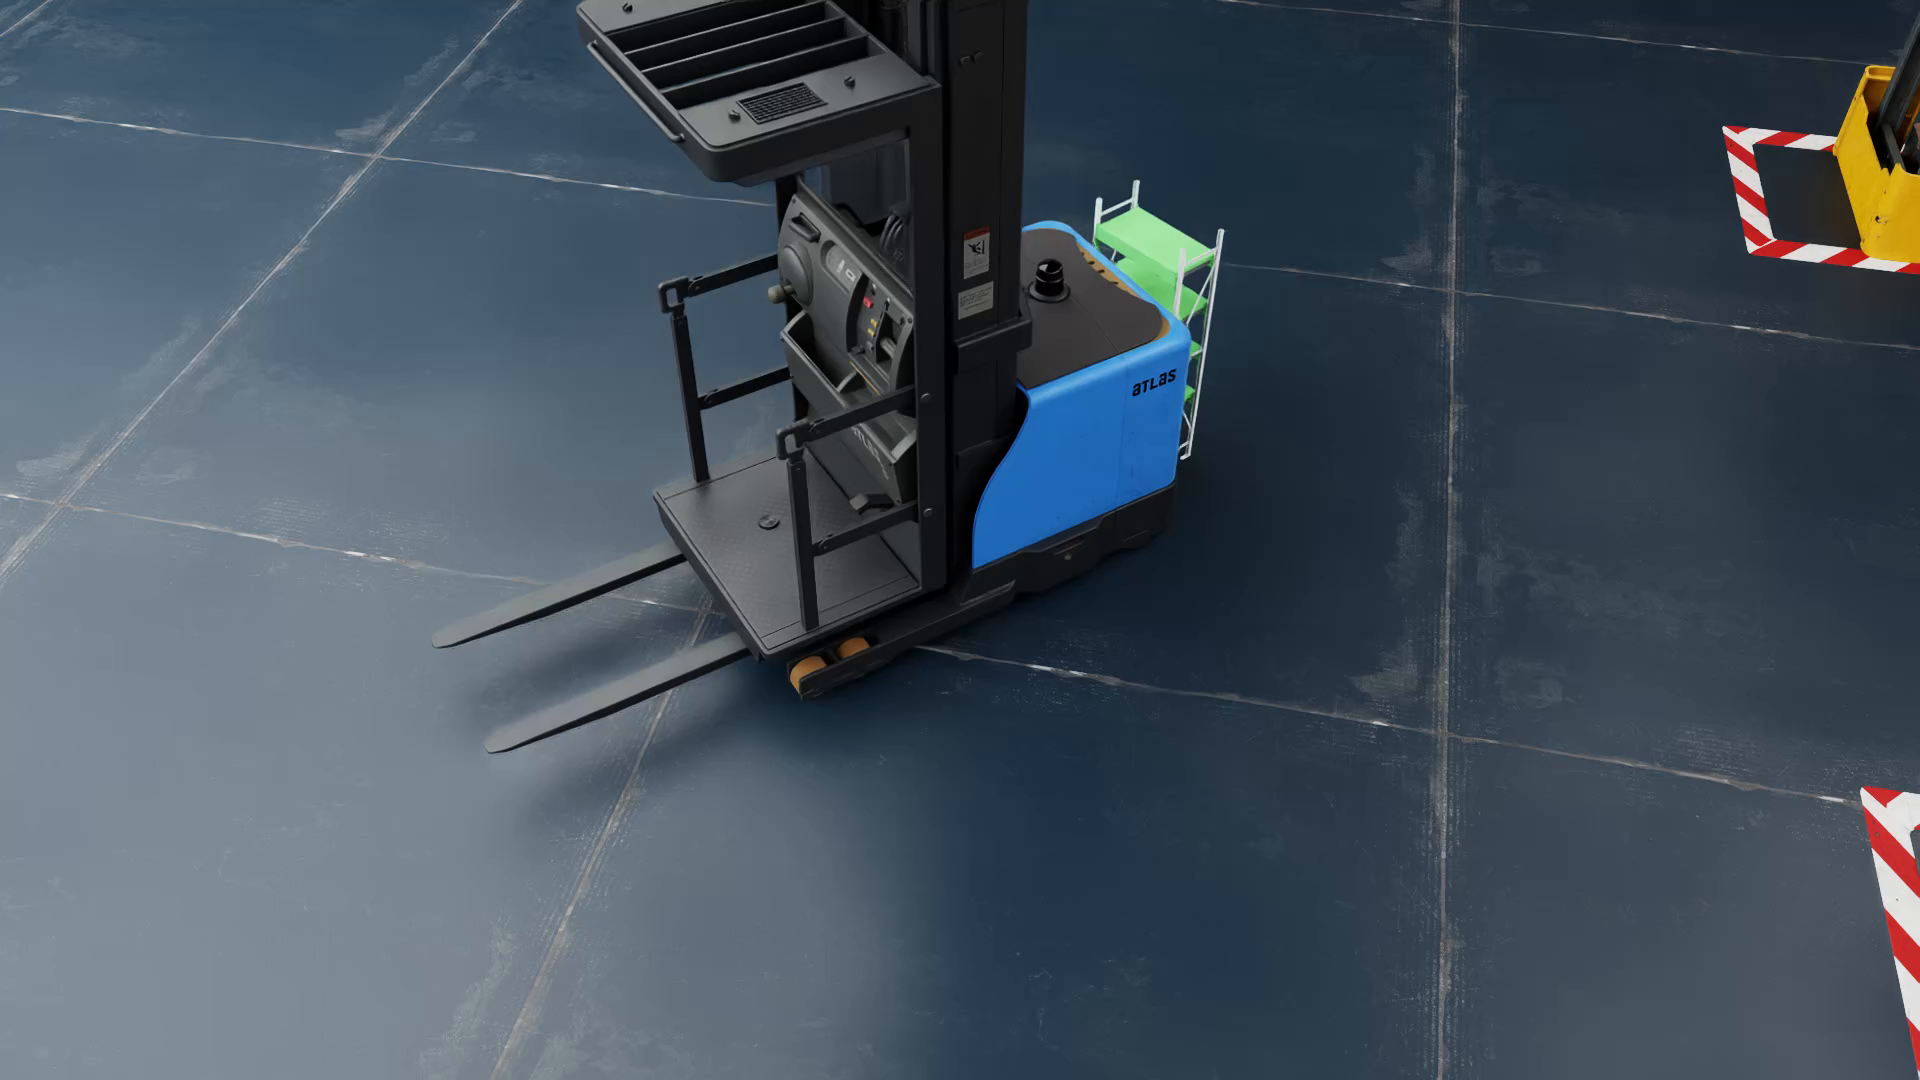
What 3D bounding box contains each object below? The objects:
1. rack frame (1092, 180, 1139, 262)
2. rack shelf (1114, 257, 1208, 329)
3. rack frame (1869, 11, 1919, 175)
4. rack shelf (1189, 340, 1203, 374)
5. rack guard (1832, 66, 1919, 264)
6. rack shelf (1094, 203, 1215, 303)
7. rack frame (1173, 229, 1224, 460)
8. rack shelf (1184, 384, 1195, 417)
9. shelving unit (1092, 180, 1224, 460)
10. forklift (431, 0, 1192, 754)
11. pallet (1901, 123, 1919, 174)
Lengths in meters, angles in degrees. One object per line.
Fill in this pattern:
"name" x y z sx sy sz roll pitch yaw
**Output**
"rack frame" 0.654 -1.036 7.416 0.240 1.200 0.015 -30 51 -29
"rack shelf" 0.817 -1.036 7.162 0.258 0.148 0.480 -30 51 -29
"rack frame" 5.080 -2.935 8.096 0.127 3.000 1.000 9 45 9
"rack shelf" 0.812 -0.860 7.326 0.258 0.148 0.480 -30 51 -29
"rack guard" 5.057 -2.038 8.967 0.348 0.500 1.175 9 45 9
"rack shelf" 0.822 -1.212 6.999 0.258 0.148 0.480 -30 51 -29
"rack frame" 0.971 -0.779 7.149 0.240 1.200 0.015 -30 51 -29
"rack shelf" 0.807 -0.685 7.489 0.258 0.148 0.480 -30 51 -29
"shelving unit" 0.813 -0.907 7.282 0.258 1.200 0.503 -30 51 -29
"forklift" -0.599 -0.856 5.985 3.031 2.935 1.130 -23 48 -22
"pallet" 5.835 -1.843 8.972 1.213 0.211 1.003 9 45 9
